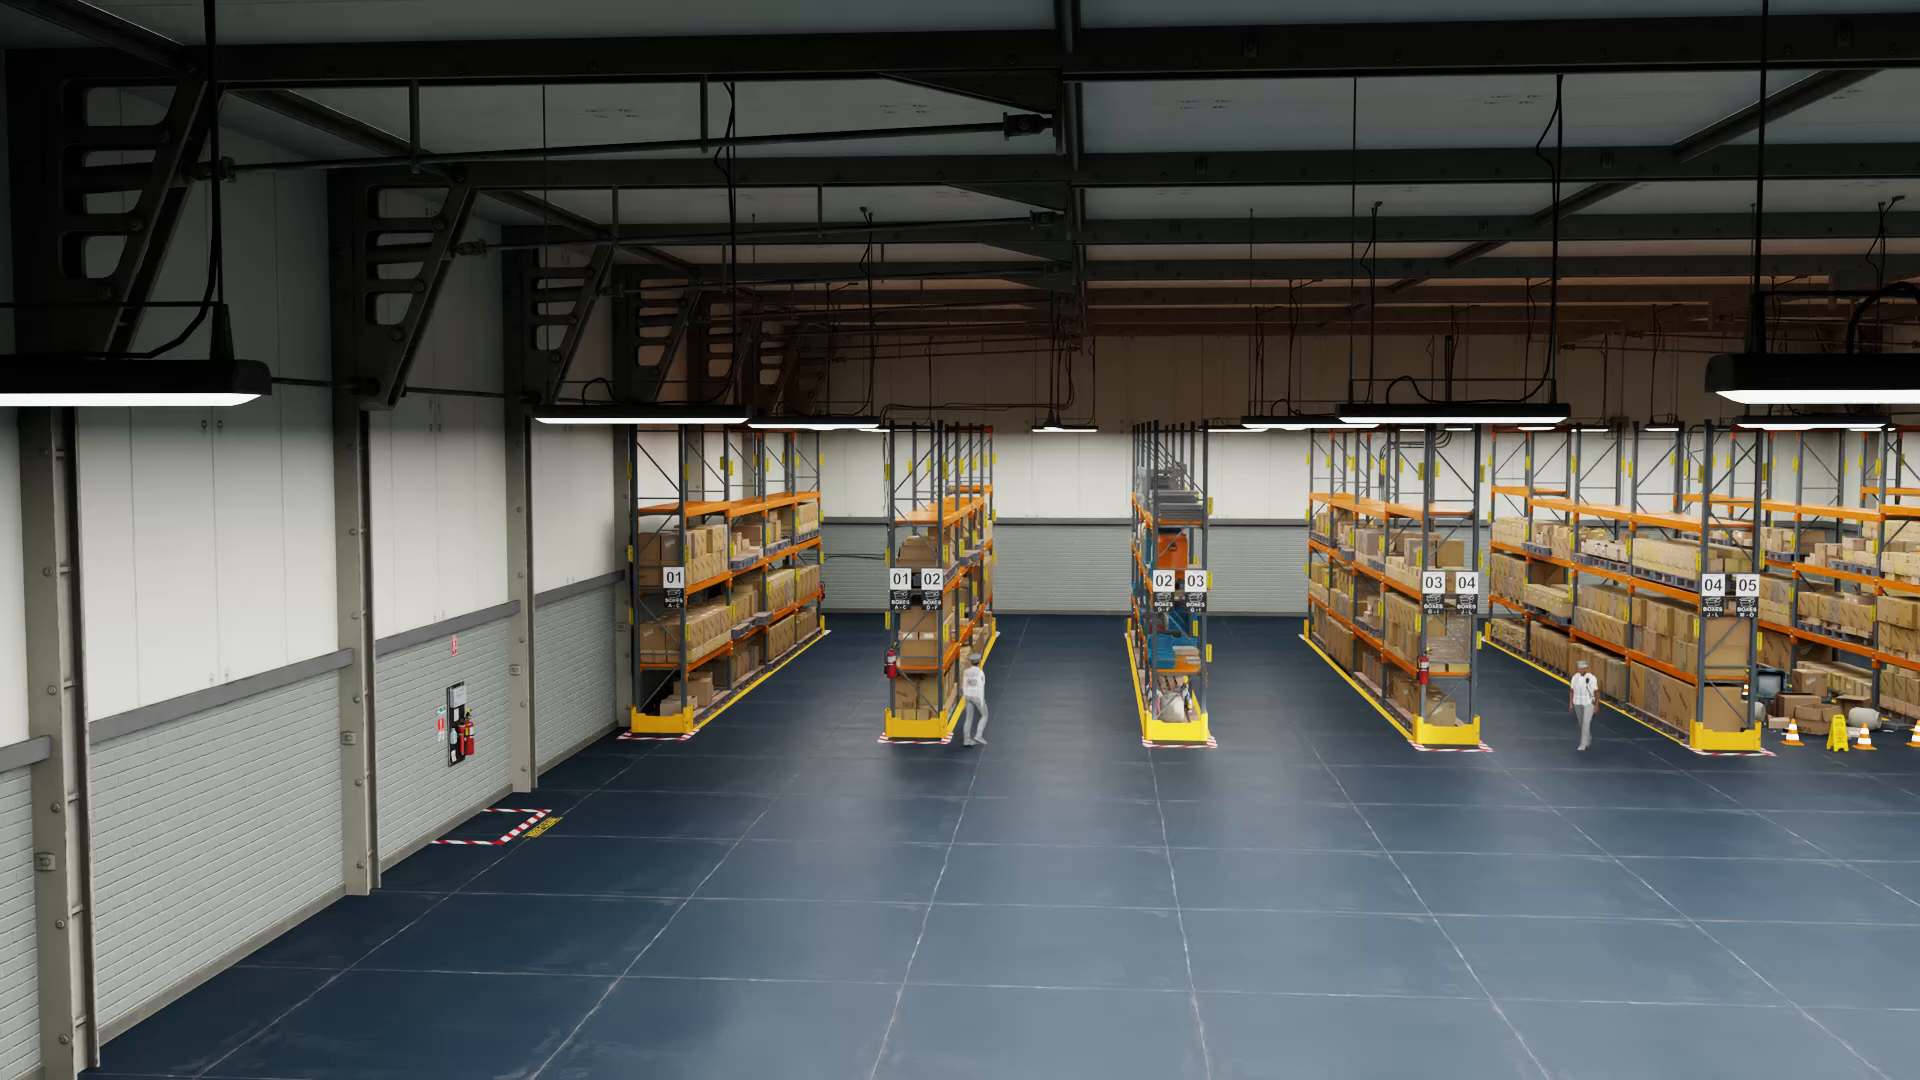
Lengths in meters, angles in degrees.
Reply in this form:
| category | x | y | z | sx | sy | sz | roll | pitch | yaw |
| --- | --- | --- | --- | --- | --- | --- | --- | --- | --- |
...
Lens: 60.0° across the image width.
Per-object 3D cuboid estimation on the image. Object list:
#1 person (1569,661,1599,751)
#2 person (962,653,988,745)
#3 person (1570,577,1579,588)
| category | x | y | z | sx | sy | sz | roll | pitch | yaw |
| --- | --- | --- | --- | --- | --- | --- | --- | --- | --- |
| person | 11.263 | 2.984 | 30.082 | 0.475 | 1.622 | 0.987 | 4 | 5 | 44 |
| person | 0.251 | 2.940 | 30.677 | 0.522 | 1.684 | 0.502 | 3 | 5 | 39 |
| person | 18.070 | 1.841 | 48.936 | 0.455 | 1.547 | 0.951 | -3 | 5 | -42 |
